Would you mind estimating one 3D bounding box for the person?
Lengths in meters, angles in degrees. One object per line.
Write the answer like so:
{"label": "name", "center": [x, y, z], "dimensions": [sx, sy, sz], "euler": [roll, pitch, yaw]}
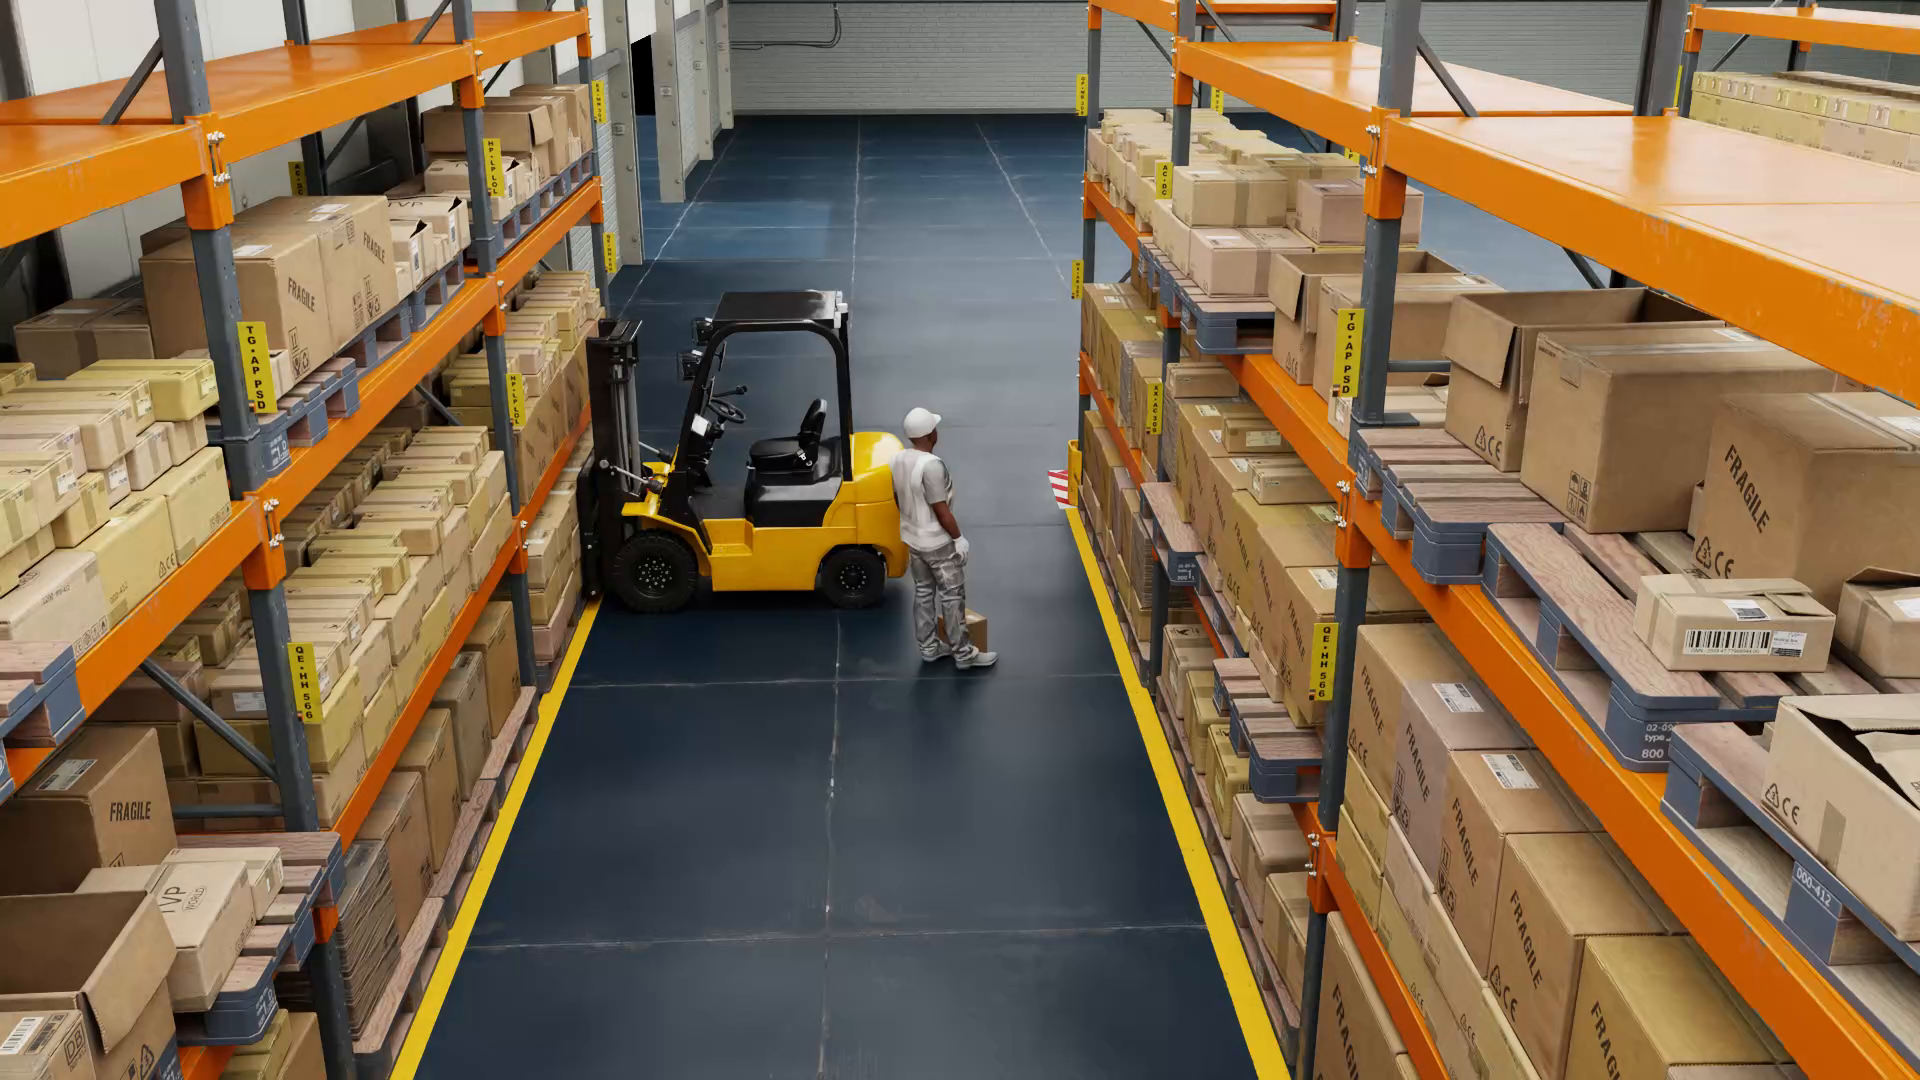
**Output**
{"label": "person", "center": [-0.130, -0.029, 11.101], "dimensions": [0.577, 1.781, 0.653], "euler": [-13, 24, -32]}
